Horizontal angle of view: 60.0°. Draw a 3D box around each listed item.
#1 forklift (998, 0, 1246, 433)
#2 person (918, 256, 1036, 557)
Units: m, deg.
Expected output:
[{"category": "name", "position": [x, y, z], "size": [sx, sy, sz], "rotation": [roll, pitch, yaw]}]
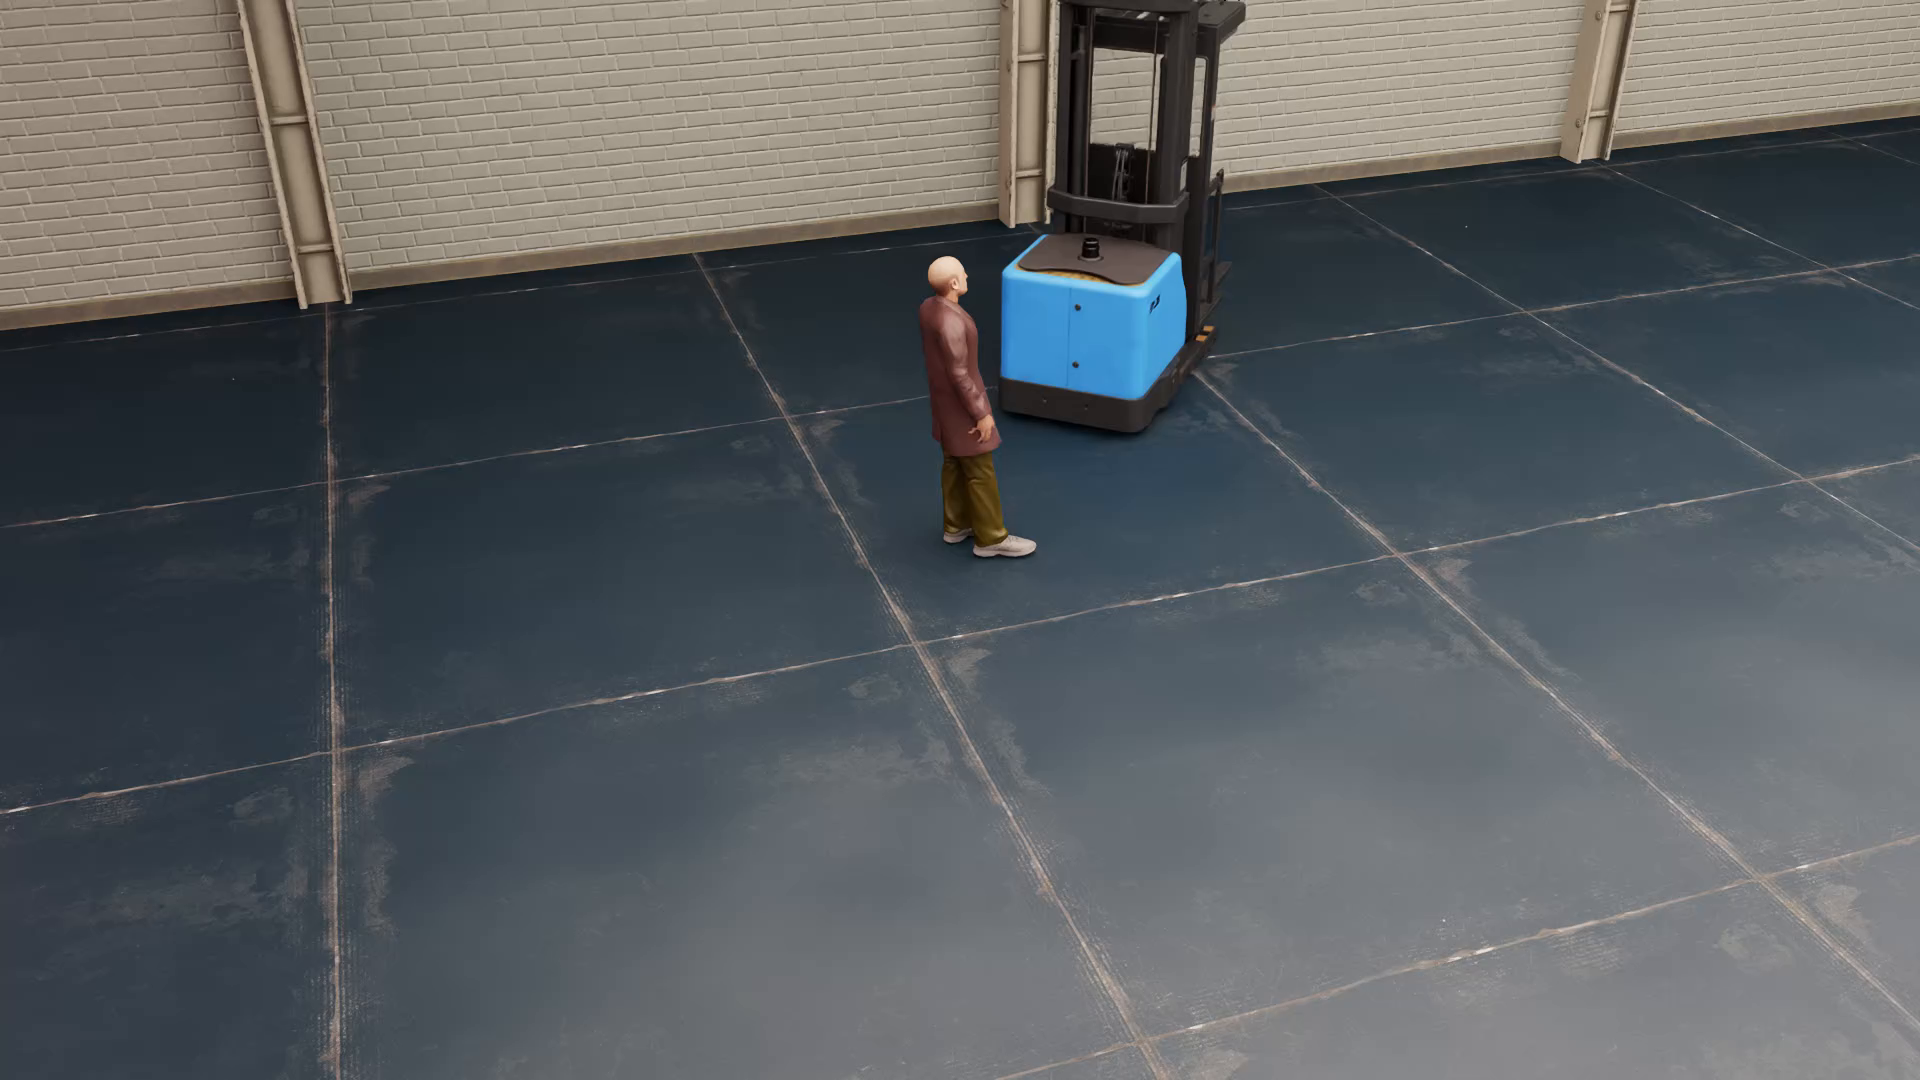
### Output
[{"category": "forklift", "position": [1.304, -2.706, 11.790], "size": [1.130, 2.935, 3.031], "rotation": [12, 32, 20]}, {"category": "person", "position": [0.088, -0.789, 9.601], "size": [0.579, 1.778, 0.696], "rotation": [-10, 31, -16]}]
